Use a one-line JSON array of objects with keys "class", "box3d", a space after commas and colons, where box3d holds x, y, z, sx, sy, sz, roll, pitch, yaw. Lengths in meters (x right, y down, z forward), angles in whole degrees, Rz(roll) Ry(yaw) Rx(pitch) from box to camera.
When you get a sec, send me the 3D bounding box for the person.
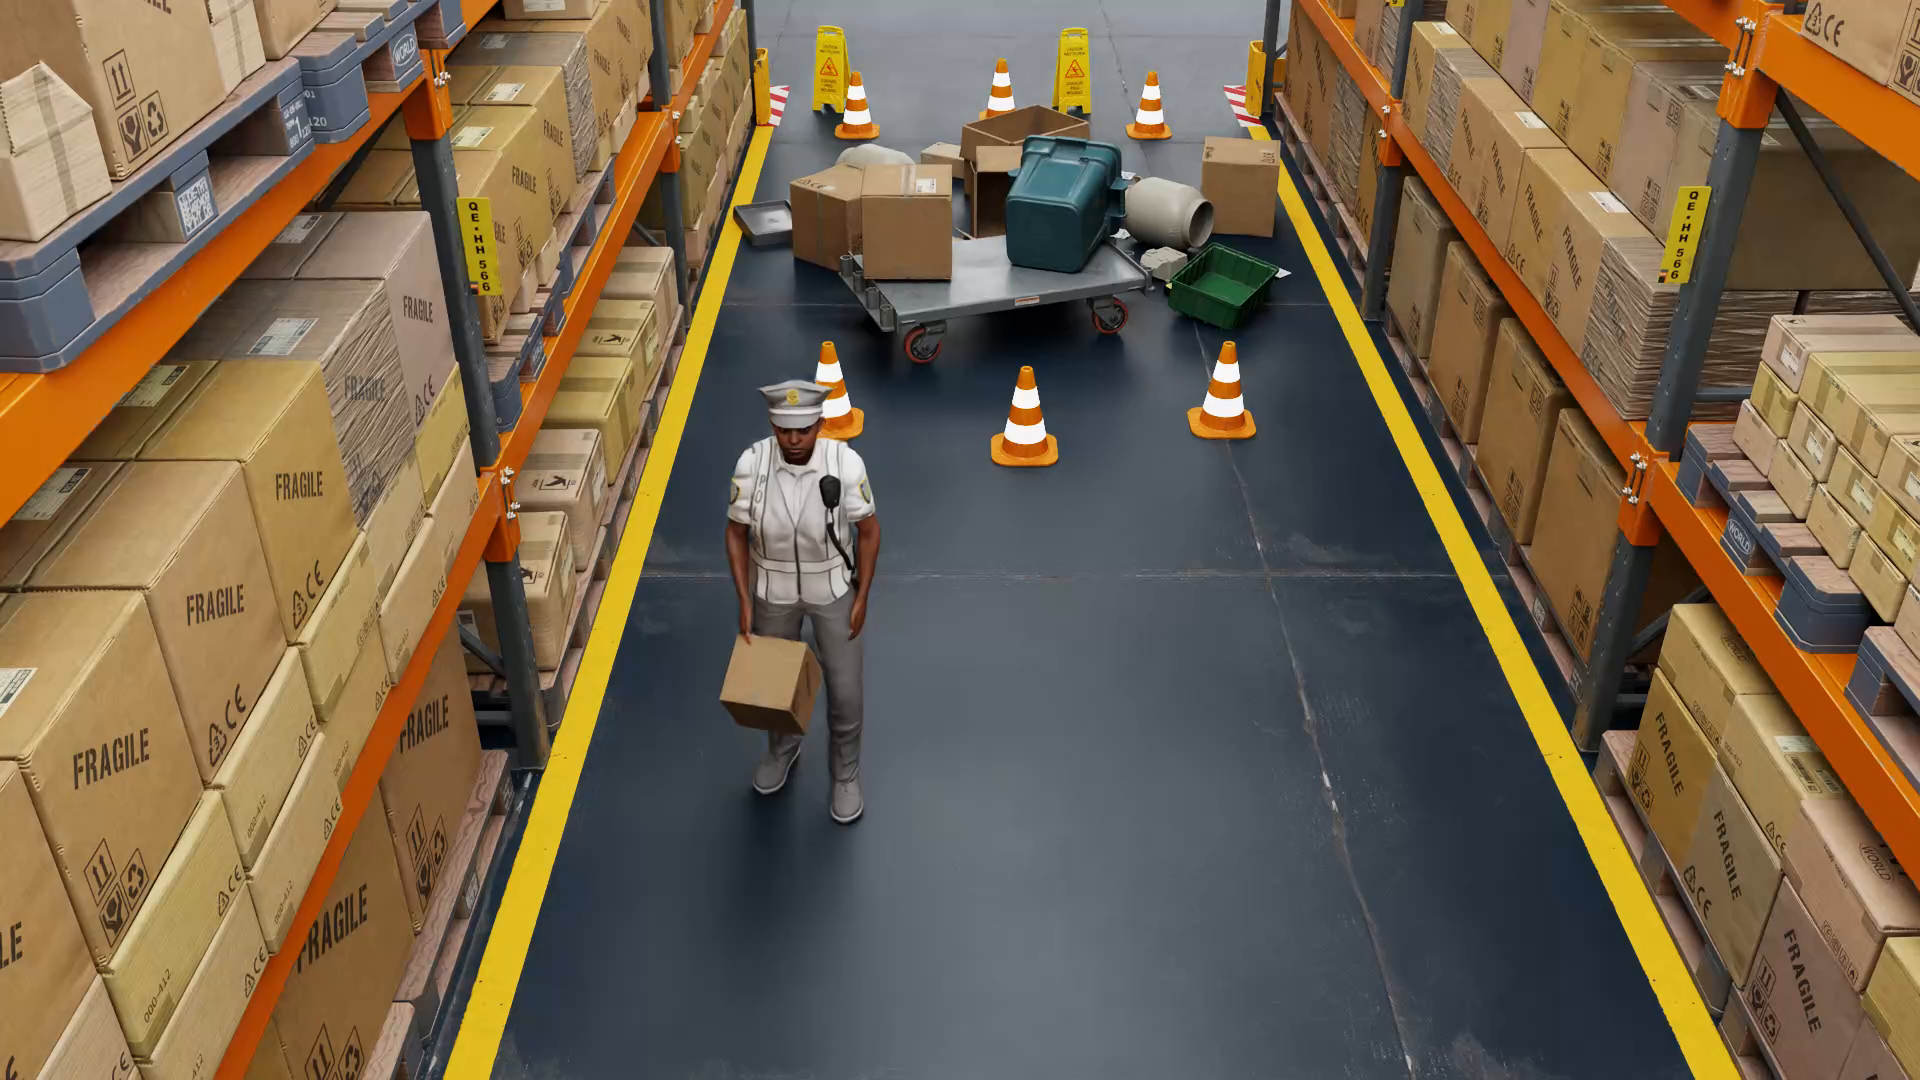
[{"class": "person", "box3d": [-0.540, 0.206, 5.780, 0.532, 1.688, 0.452, 1, 32, 2]}]
